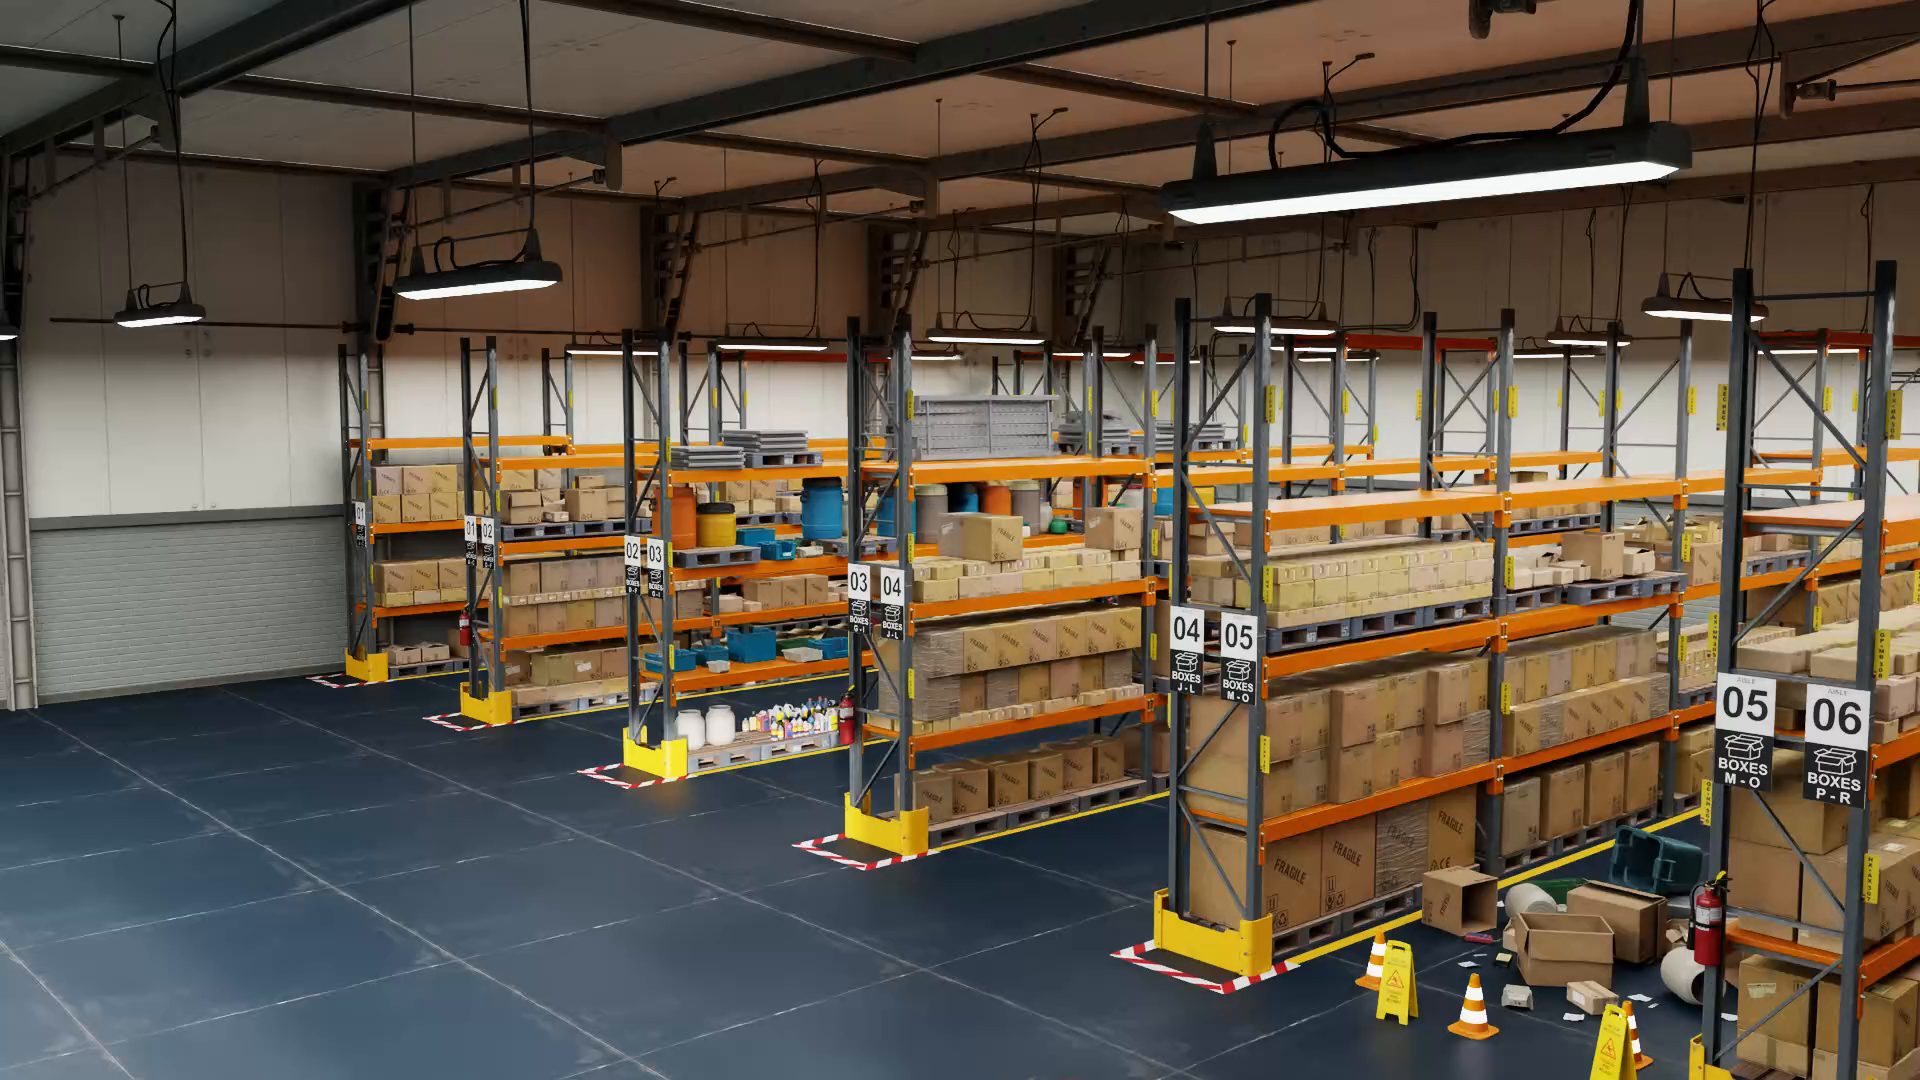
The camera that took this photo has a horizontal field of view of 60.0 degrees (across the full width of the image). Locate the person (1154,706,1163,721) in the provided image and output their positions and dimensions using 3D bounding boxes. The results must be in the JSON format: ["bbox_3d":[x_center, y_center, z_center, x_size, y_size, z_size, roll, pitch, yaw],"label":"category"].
[{"bbox_3d":[2.839,1.880,24.195,0.599,1.667,0.497,4,7,39],"label":"person"}]
